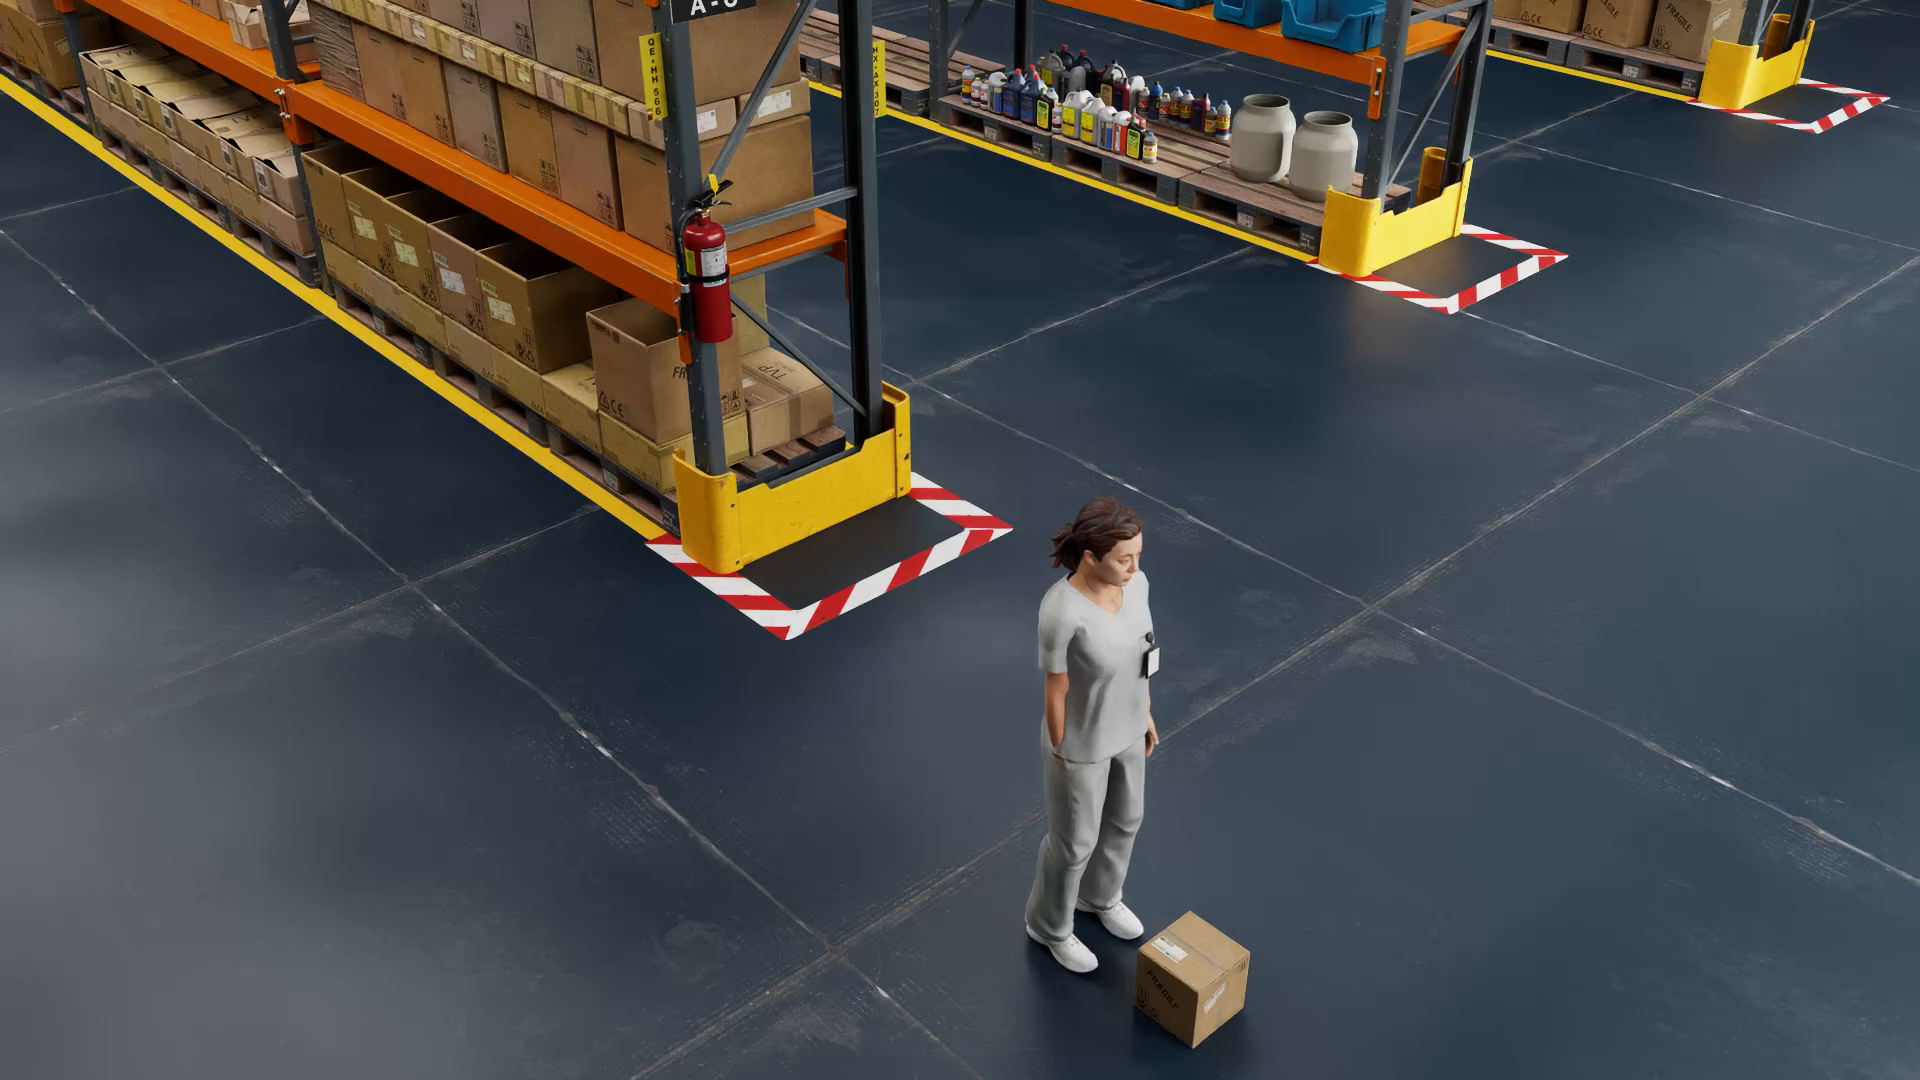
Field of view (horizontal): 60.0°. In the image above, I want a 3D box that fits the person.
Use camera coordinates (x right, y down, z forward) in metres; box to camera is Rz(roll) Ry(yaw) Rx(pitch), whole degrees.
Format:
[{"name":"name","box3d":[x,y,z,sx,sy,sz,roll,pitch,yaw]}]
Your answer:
[{"name":"person","box3d":[0.418,0.596,5.183,0.439,1.672,0.365,-25,40,-34]}]
